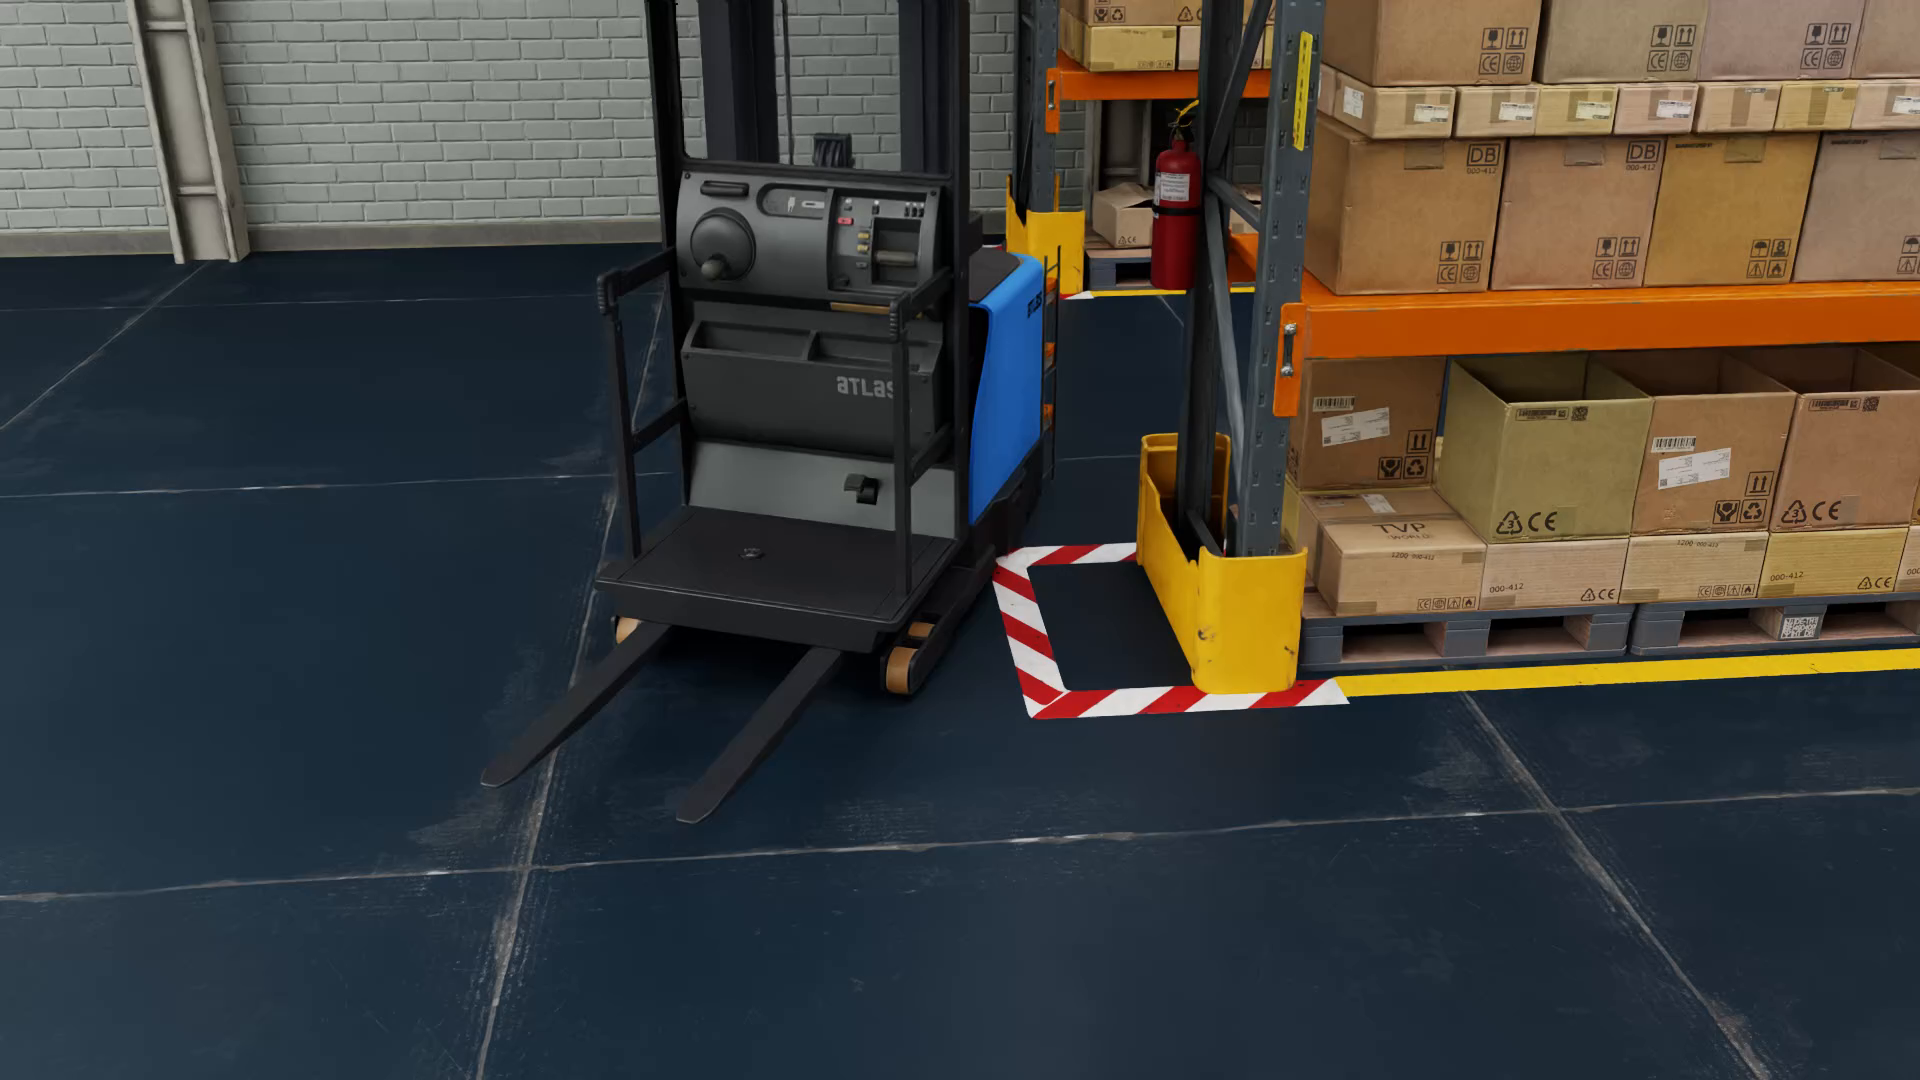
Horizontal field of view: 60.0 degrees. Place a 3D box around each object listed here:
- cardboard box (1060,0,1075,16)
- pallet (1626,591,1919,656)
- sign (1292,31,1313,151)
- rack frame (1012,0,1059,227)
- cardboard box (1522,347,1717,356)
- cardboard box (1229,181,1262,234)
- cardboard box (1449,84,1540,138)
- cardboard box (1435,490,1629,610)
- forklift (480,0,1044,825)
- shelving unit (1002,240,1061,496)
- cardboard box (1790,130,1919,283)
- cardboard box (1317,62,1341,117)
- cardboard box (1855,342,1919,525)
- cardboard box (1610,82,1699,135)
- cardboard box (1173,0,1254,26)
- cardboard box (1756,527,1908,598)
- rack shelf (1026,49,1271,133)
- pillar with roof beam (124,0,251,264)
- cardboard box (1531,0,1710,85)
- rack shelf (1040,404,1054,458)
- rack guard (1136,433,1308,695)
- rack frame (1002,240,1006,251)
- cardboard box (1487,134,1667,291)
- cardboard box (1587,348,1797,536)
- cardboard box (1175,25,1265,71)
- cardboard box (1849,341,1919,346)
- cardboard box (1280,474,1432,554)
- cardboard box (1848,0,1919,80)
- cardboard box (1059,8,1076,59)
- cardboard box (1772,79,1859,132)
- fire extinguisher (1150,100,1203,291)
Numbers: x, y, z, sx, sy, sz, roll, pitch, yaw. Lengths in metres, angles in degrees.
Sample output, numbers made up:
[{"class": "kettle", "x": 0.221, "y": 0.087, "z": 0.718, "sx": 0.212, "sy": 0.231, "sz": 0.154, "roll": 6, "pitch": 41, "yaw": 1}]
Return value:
[{"class": "cardboard box", "x": 0.900, "y": -3.483, "z": 10.130, "sx": 0.500, "sy": 0.500, "sz": 0.500, "roll": -3, "pitch": 24, "yaw": -6}, {"class": "pallet", "x": 2.911, "y": 0.086, "z": 6.296, "sx": 1.213, "sy": 0.211, "sz": 1.003, "roll": -2, "pitch": 24, "yaw": -5}, {"class": "sign", "x": 0.991, "y": -1.300, "z": 4.819, "sx": 0.005, "sy": 0.325, "sz": 0.100, "roll": -2, "pitch": 24, "yaw": -5}, {"class": "rack frame", "x": 0.452, "y": -3.095, "z": 10.020, "sx": 0.127, "sy": 3.000, "sz": 1.000, "roll": -2, "pitch": 24, "yaw": -5}, {"class": "cardboard box", "x": 2.441, "y": -0.559, "z": 6.259, "sx": 0.500, "sy": 0.500, "sz": 0.500, "roll": -2, "pitch": 24, "yaw": -5}, {"class": "cardboard box", "x": 1.717, "y": -2.082, "z": 10.509, "sx": 0.500, "sy": 0.311, "sz": 0.500, "roll": 0, "pitch": 24, "yaw": -1}, {"class": "cardboard box", "x": 1.617, "y": -1.375, "z": 5.230, "sx": 0.250, "sy": 0.149, "sz": 0.380, "roll": -3, "pitch": 24, "yaw": -7}, {"class": "cardboard box", "x": 1.996, "y": 0.019, "z": 5.883, "sx": 0.500, "sy": 0.250, "sz": 0.500, "roll": -2, "pitch": 24, "yaw": -5}, {"class": "forklift", "x": -0.577, "y": -0.998, "z": 5.387, "sx": 1.130, "sy": 2.935, "sz": 3.031, "roll": 7, "pitch": 25, "yaw": 16}, {"class": "shelving unit", "x": 0.267, "y": -0.727, "z": 7.091, "sx": 0.252, "sy": 1.050, "sz": 0.215, "roll": 9, "pitch": 25, "yaw": 19}, {"class": "cardboard box", "x": 2.949, "y": -1.215, "z": 5.668, "sx": 0.500, "sy": 0.500, "sz": 0.700, "roll": -2, "pitch": 24, "yaw": -4}, {"class": "cardboard box", "x": 1.304, "y": -1.527, "z": 5.572, "sx": 0.250, "sy": 0.149, "sz": 0.380, "roll": -3, "pitch": 24, "yaw": -6}, {"class": "cardboard box", "x": 3.487, "y": -0.387, "z": 5.873, "sx": 0.500, "sy": 0.500, "sz": 0.500, "roll": -2, "pitch": 24, "yaw": -5}, {"class": "cardboard box", "x": 2.117, "y": -1.394, "z": 5.271, "sx": 0.250, "sy": 0.149, "sz": 0.380, "roll": -3, "pitch": 24, "yaw": -6}, {"class": "cardboard box", "x": 1.450, "y": -3.292, "z": 9.699, "sx": 0.500, "sy": 0.500, "sz": 0.500, "roll": -2, "pitch": 24, "yaw": -5}, {"class": "cardboard box", "x": 2.991, "y": -0.019, "z": 5.968, "sx": 0.500, "sy": 0.250, "sz": 0.500, "roll": -2, "pitch": 24, "yaw": -5}, {"class": "rack shelf", "x": 2.442, "y": -2.846, "z": 10.346, "sx": 4.000, "sy": 0.370, "sz": 1.077, "roll": -2, "pitch": 24, "yaw": -5}, {"class": "pillar with roof beam", "x": -4.484, "y": -4.235, "z": 5.198, "sx": 0.400, "sy": 9.000, "sz": 9.100, "roll": -2, "pitch": 24, "yaw": -5}, {"class": "cardboard box", "x": 1.984, "y": -1.770, "z": 5.319, "sx": 0.500, "sy": 0.500, "sz": 0.700, "roll": -3, "pitch": 24, "yaw": -7}, {"class": "rack shelf", "x": 0.266, "y": -0.463, "z": 7.207, "sx": 0.240, "sy": 0.259, "sz": 0.215, "roll": 9, "pitch": 25, "yaw": 19}, {"class": "rack guard", "x": 0.919, "y": 0.050, "z": 6.022, "sx": 0.348, "sy": 0.500, "sz": 1.175, "roll": -2, "pitch": 24, "yaw": -5}, {"class": "rack frame", "x": 0.152, "y": -0.744, "z": 7.131, "sx": 0.008, "sy": 1.050, "sz": 0.200, "roll": 9, "pitch": 25, "yaw": 19}, {"class": "cardboard box", "x": 1.931, "y": -1.175, "z": 5.578, "sx": 0.500, "sy": 0.500, "sz": 0.700, "roll": -2, "pitch": 24, "yaw": -4}, {"class": "cardboard box", "x": 2.492, "y": -0.349, "z": 5.786, "sx": 0.500, "sy": 0.500, "sz": 0.500, "roll": -2, "pitch": 24, "yaw": -5}, {"class": "cardboard box", "x": 1.484, "y": -2.953, "z": 9.862, "sx": 0.500, "sy": 0.250, "sz": 0.500, "roll": -3, "pitch": 24, "yaw": -7}, {"class": "cardboard box", "x": 3.436, "y": -0.599, "z": 6.349, "sx": 0.500, "sy": 0.500, "sz": 0.500, "roll": -2, "pitch": 24, "yaw": -5}, {"class": "cardboard box", "x": 1.447, "y": -0.169, "z": 6.306, "sx": 0.500, "sy": 0.250, "sz": 0.500, "roll": -2, "pitch": 24, "yaw": -5}, {"class": "cardboard box", "x": 2.984, "y": -1.811, "z": 5.411, "sx": 0.500, "sy": 0.500, "sz": 0.700, "roll": -2, "pitch": 24, "yaw": -5}, {"class": "cardboard box", "x": 0.898, "y": -3.133, "z": 10.265, "sx": 0.500, "sy": 0.250, "sz": 0.500, "roll": -2, "pitch": 24, "yaw": -4}, {"class": "cardboard box", "x": 2.636, "y": -1.416, "z": 5.321, "sx": 0.250, "sy": 0.149, "sz": 0.380, "roll": -3, "pitch": 24, "yaw": -6}, {"class": "fire extinguisher", "x": 0.779, "y": -1.241, "z": 5.944, "sx": 0.183, "sy": 0.674, "sz": 0.296, "roll": -2, "pitch": 24, "yaw": -5}]
